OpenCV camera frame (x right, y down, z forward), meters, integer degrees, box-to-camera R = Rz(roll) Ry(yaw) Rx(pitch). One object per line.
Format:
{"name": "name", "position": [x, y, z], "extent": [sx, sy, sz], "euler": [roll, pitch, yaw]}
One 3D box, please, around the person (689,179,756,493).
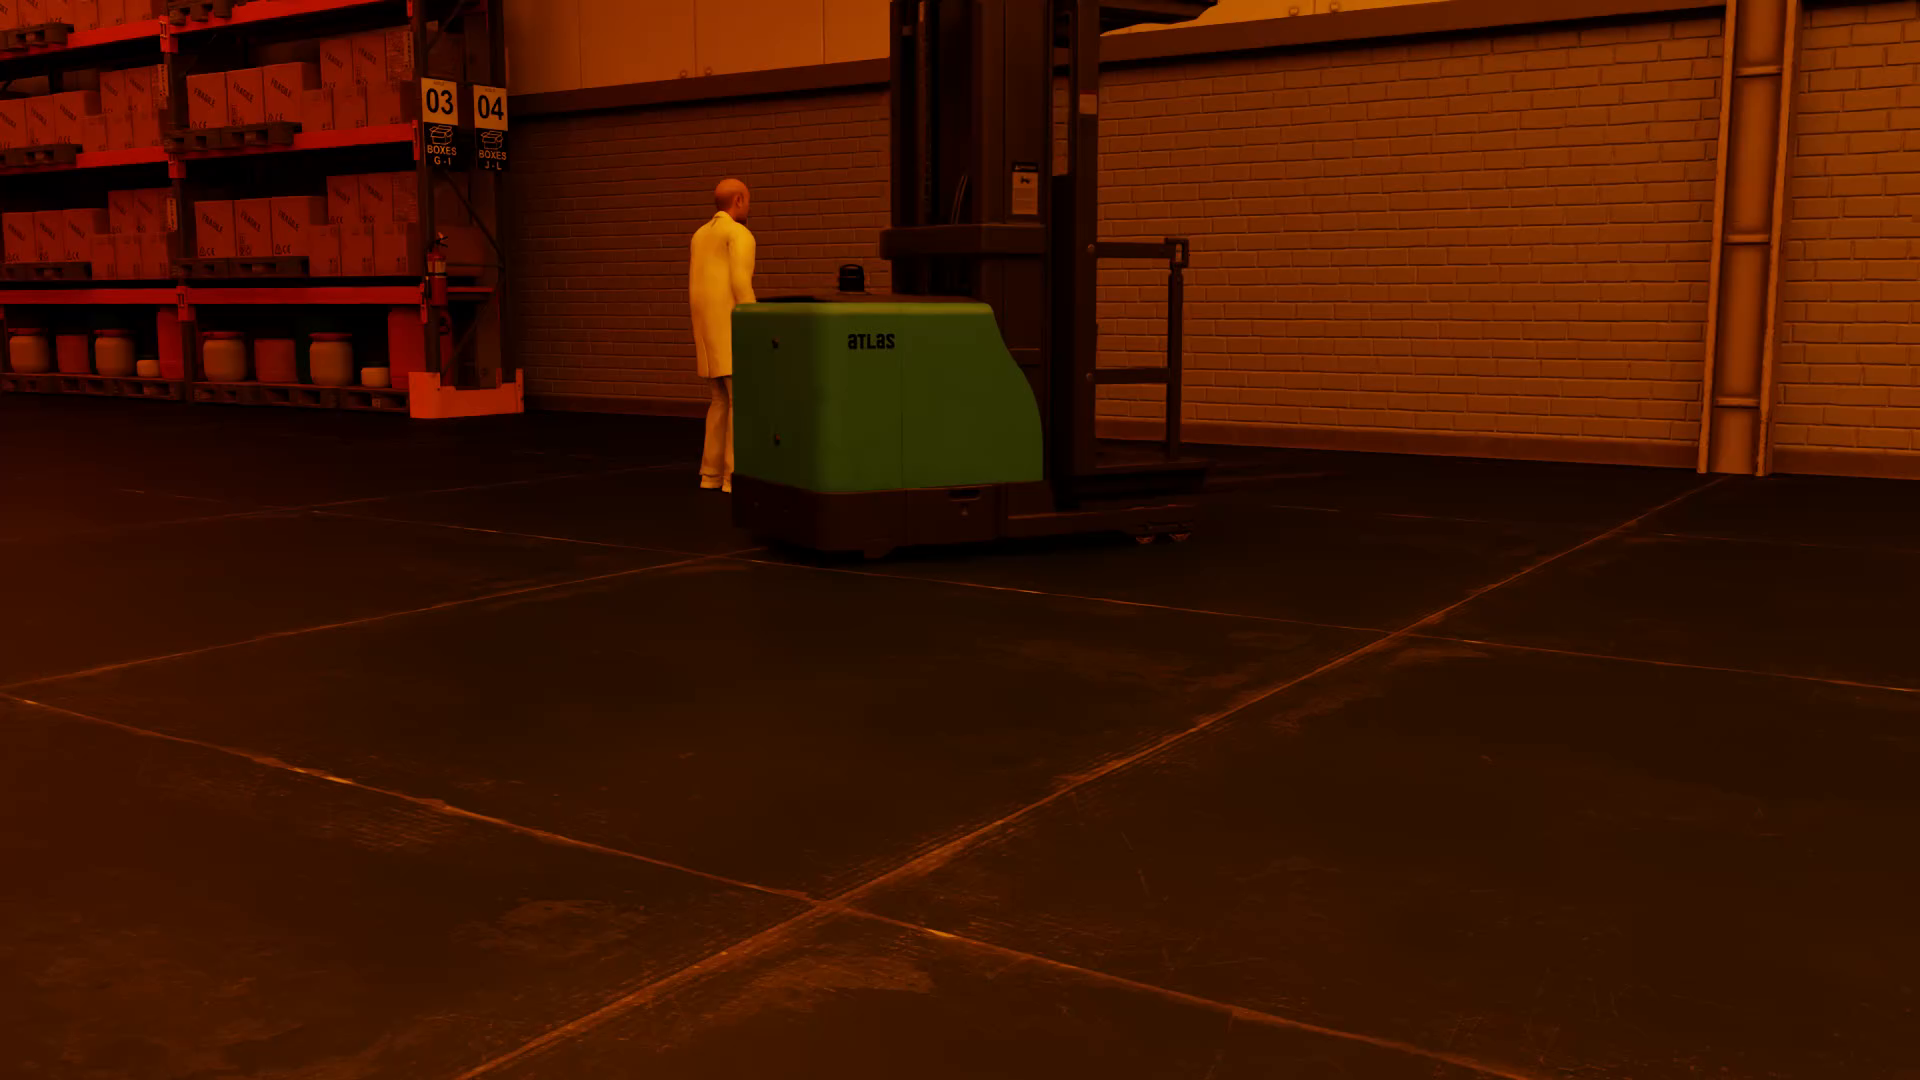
{"name": "person", "position": [-1.325, -1.175, 9.561], "extent": [0.421, 1.775, 0.654], "euler": [-6, 10, -36]}

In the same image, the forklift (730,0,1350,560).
{"name": "forklift", "position": [0.492, -1.498, 7.724], "extent": [3.031, 2.935, 1.130], "euler": [-5, 9, -30]}
